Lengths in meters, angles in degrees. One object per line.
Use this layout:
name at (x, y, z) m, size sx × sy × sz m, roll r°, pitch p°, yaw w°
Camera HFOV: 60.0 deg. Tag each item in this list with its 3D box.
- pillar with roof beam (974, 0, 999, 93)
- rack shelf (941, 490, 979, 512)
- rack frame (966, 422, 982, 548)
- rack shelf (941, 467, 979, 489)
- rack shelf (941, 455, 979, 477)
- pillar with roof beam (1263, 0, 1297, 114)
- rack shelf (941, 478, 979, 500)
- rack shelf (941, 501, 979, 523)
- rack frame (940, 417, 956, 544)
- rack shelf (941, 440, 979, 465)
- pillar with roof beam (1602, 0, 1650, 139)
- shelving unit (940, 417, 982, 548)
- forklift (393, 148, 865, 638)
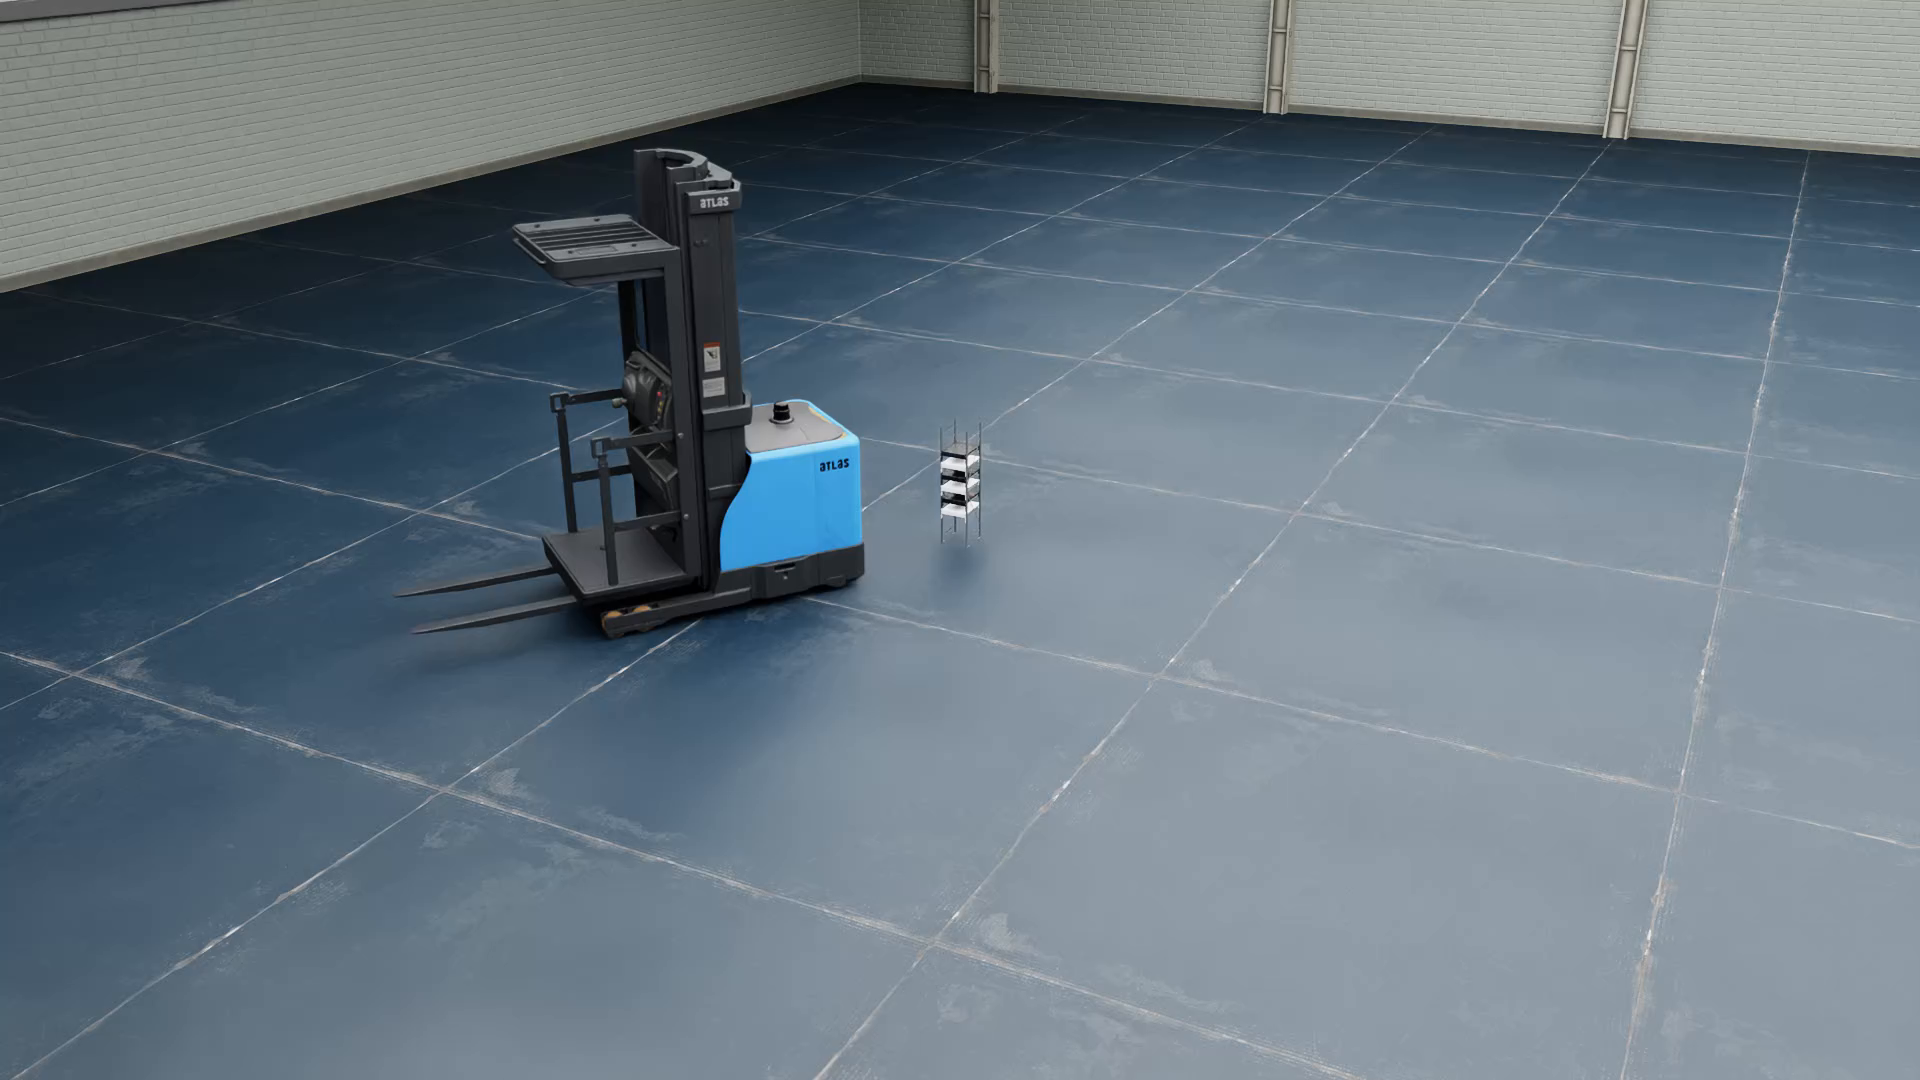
pillar with roof beam at (-1.421, -11.658, 28.165) m, size 0.400 × 9.000 × 9.100 m, roll 11°, pitch 25°, yaw 25°
rack shelf at (0.007, -0.299, 12.119) m, size 0.200 × 0.077 × 0.258 m, roll 11°, pitch 25°, yaw 25°
rack frame at (0.098, -0.395, 12.028) m, size 0.006 × 0.900 × 0.240 m, roll 11°, pitch 25°, yaw 25°
rack shelf at (0.007, -0.465, 12.048) m, size 0.200 × 0.077 × 0.258 m, roll 11°, pitch 25°, yaw 25°
rack shelf at (0.007, -0.548, 12.013) m, size 0.200 × 0.077 × 0.258 m, roll 11°, pitch 25°, yaw 25°
pillar with roof beam at (3.934, -10.599, 25.674) m, size 0.400 × 9.000 × 9.100 m, roll 11°, pitch 25°, yaw 25°
rack shelf at (0.007, -0.382, 12.084) m, size 0.200 × 0.077 × 0.258 m, roll 11°, pitch 25°, yaw 25°
rack shelf at (0.007, -0.216, 12.154) m, size 0.200 × 0.077 × 0.258 m, roll 11°, pitch 25°, yaw 25°
rack frame at (-0.083, -0.431, 12.113) m, size 0.006 × 0.900 × 0.240 m, roll 11°, pitch 25°, yaw 25°
rack shelf at (0.007, -0.630, 11.978) m, size 0.200 × 0.077 × 0.258 m, roll 11°, pitch 25°, yaw 25°
pillar with roof beam at (9.288, -9.540, 23.183) m, size 0.400 × 9.000 × 9.100 m, roll 11°, pitch 25°, yaw 25°
shelving unit at (0.007, -0.413, 12.071) m, size 0.210 × 0.900 × 0.258 m, roll 11°, pitch 25°, yaw 25°
forklift at (-2.210, -0.952, 10.744) m, size 3.031 × 2.935 × 1.130 m, roll -11°, pitch 26°, yaw -25°
